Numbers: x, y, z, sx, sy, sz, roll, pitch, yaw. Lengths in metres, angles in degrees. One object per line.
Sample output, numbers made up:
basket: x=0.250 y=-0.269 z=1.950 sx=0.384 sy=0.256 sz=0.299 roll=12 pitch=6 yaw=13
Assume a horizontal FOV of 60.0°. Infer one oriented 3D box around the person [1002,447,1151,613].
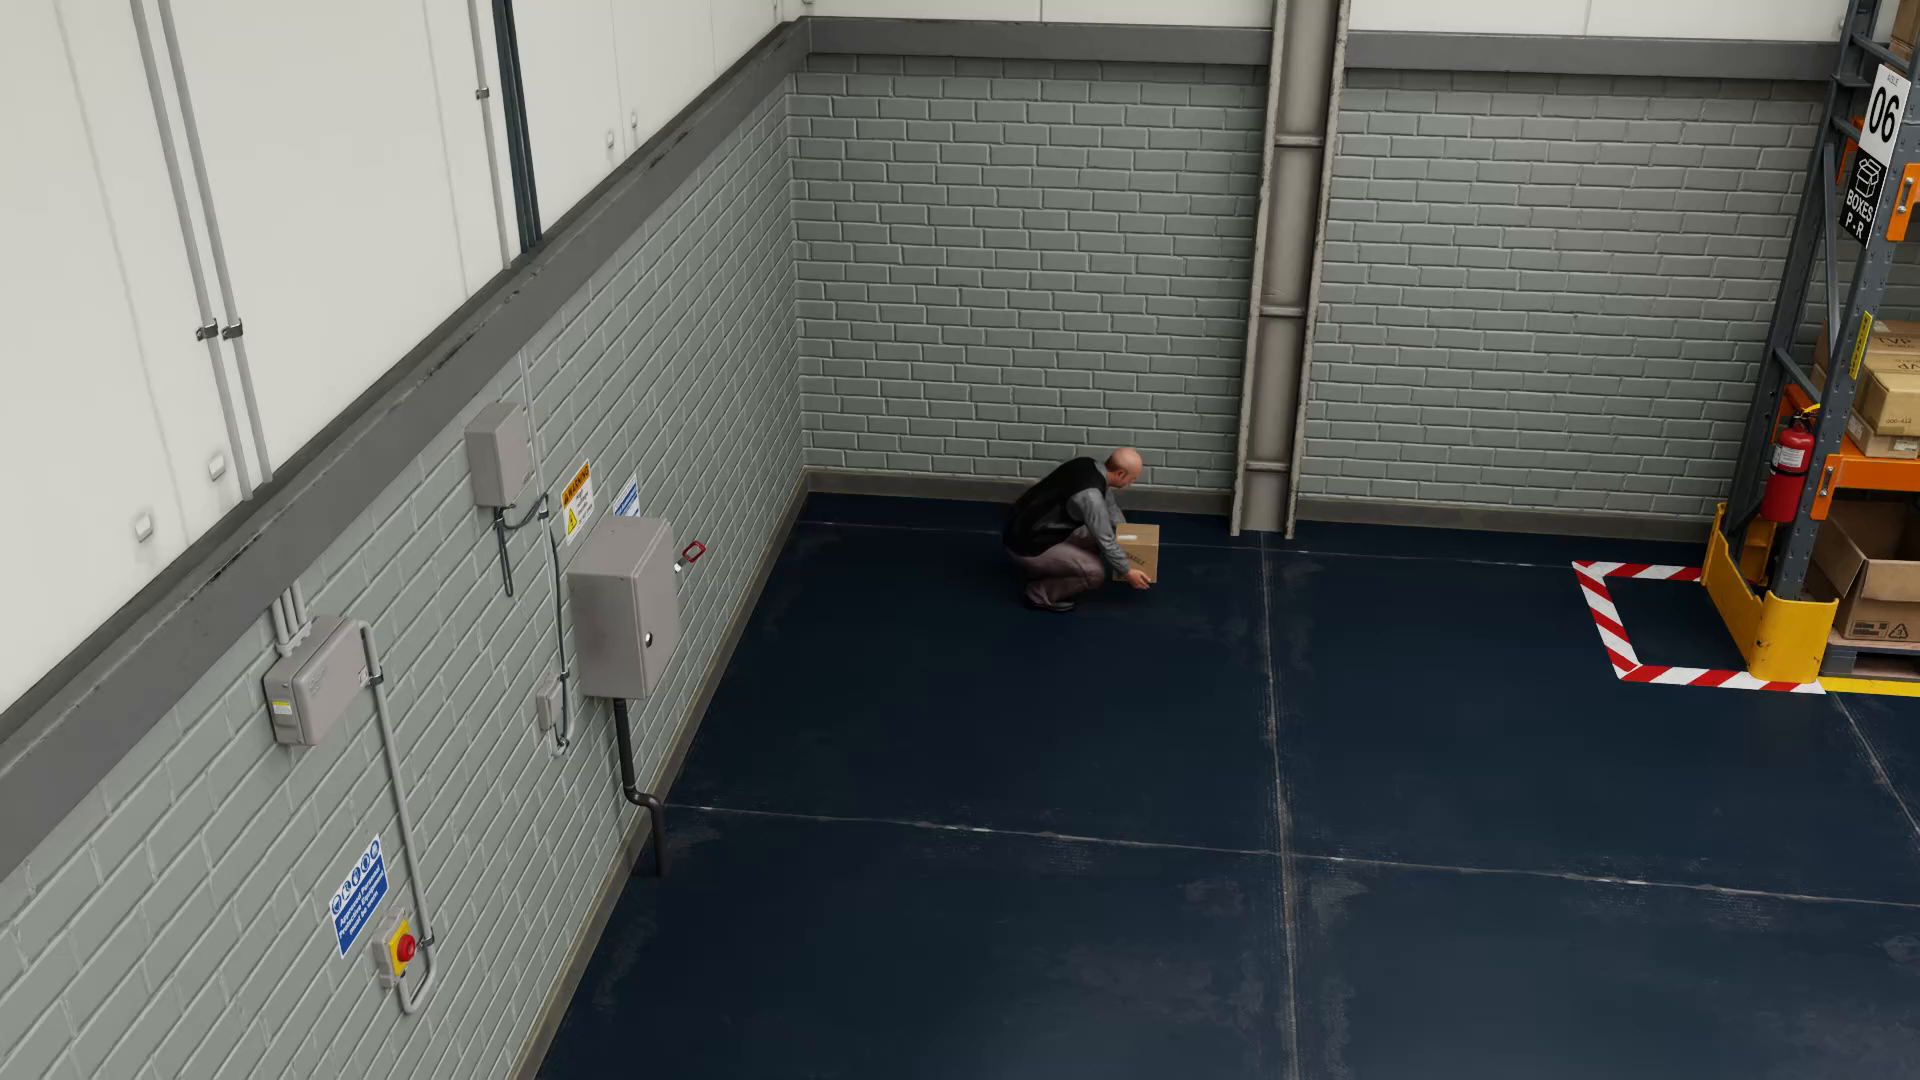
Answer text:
person: x=0.684 y=-0.085 z=9.620 sx=0.869 sy=0.966 sz=0.530 roll=3 pitch=28 yaw=6
